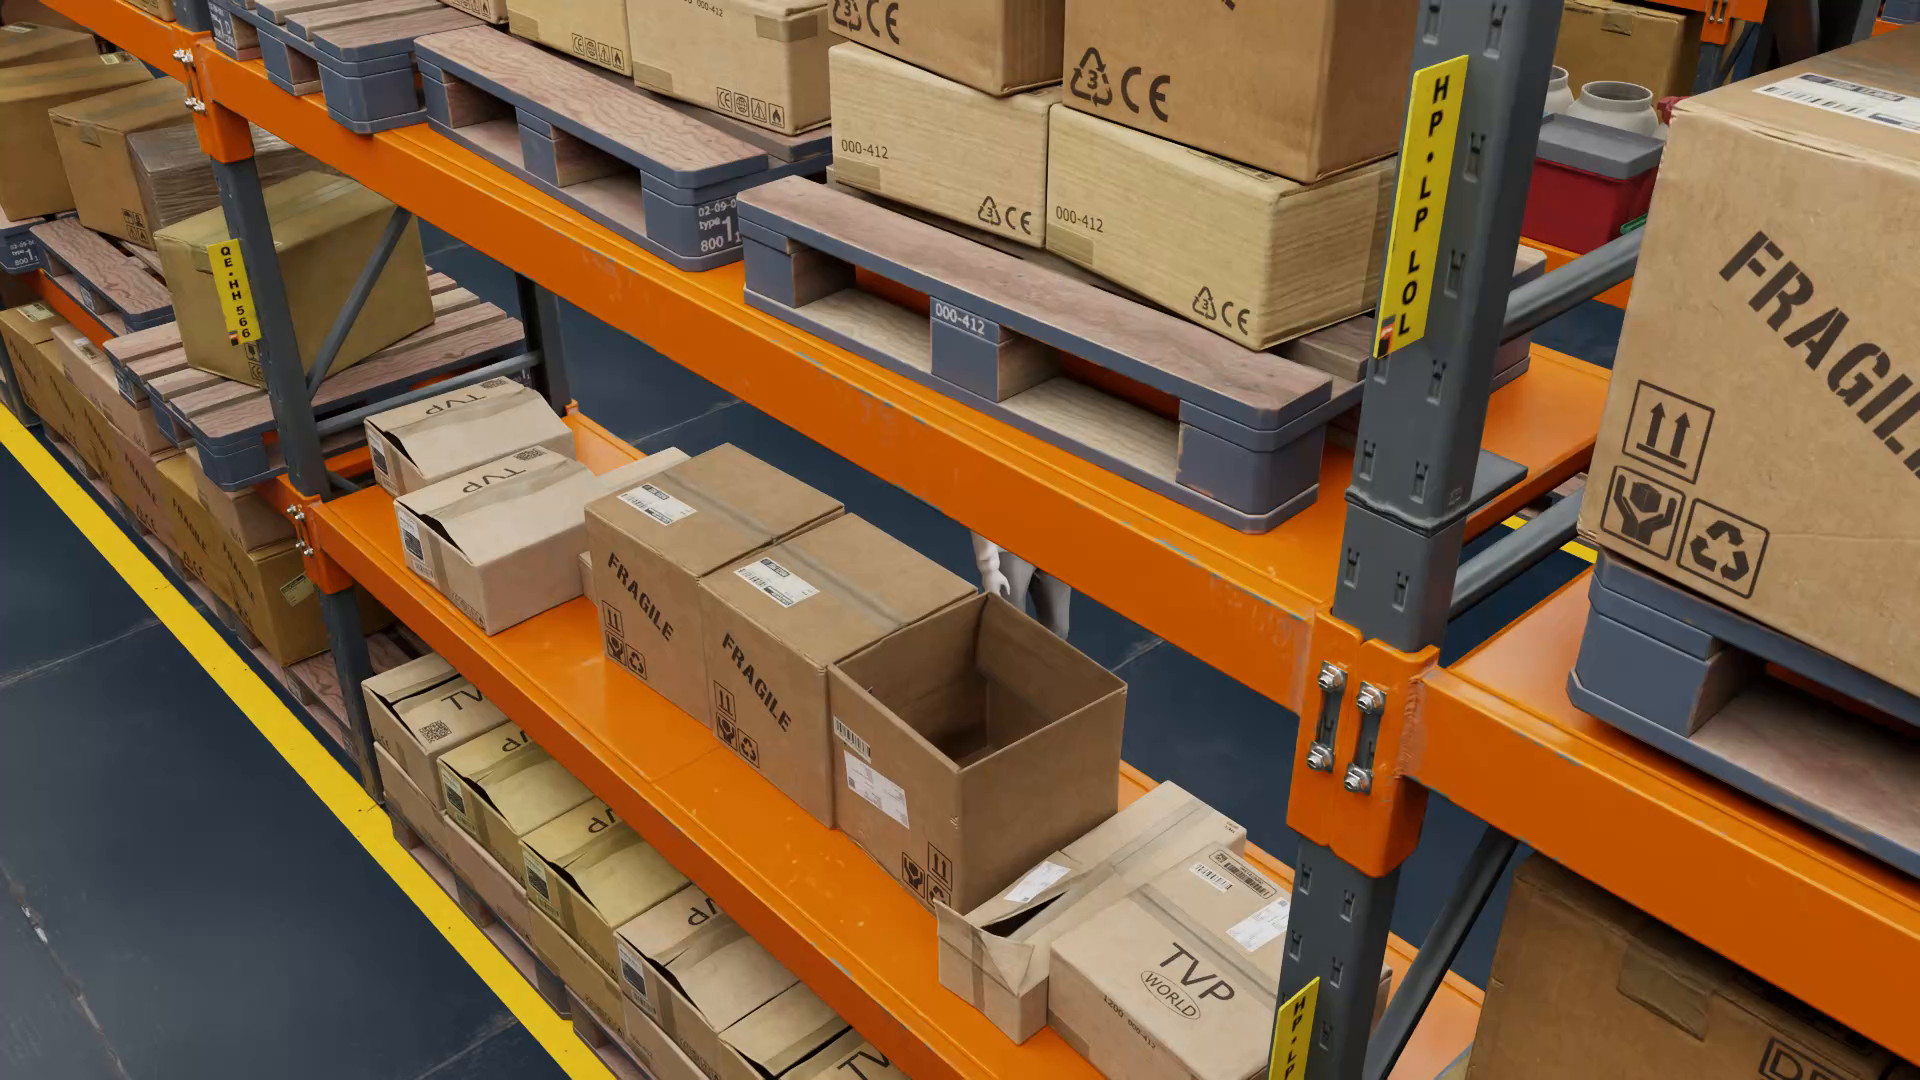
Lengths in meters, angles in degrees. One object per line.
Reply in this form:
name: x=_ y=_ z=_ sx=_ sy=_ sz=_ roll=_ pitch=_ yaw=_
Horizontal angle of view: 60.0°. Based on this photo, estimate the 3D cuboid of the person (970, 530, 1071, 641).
person: x=0.263 y=0.034 z=6.077 sx=0.529 sy=1.664 sz=0.403 roll=-26 pitch=40 yaw=-35
